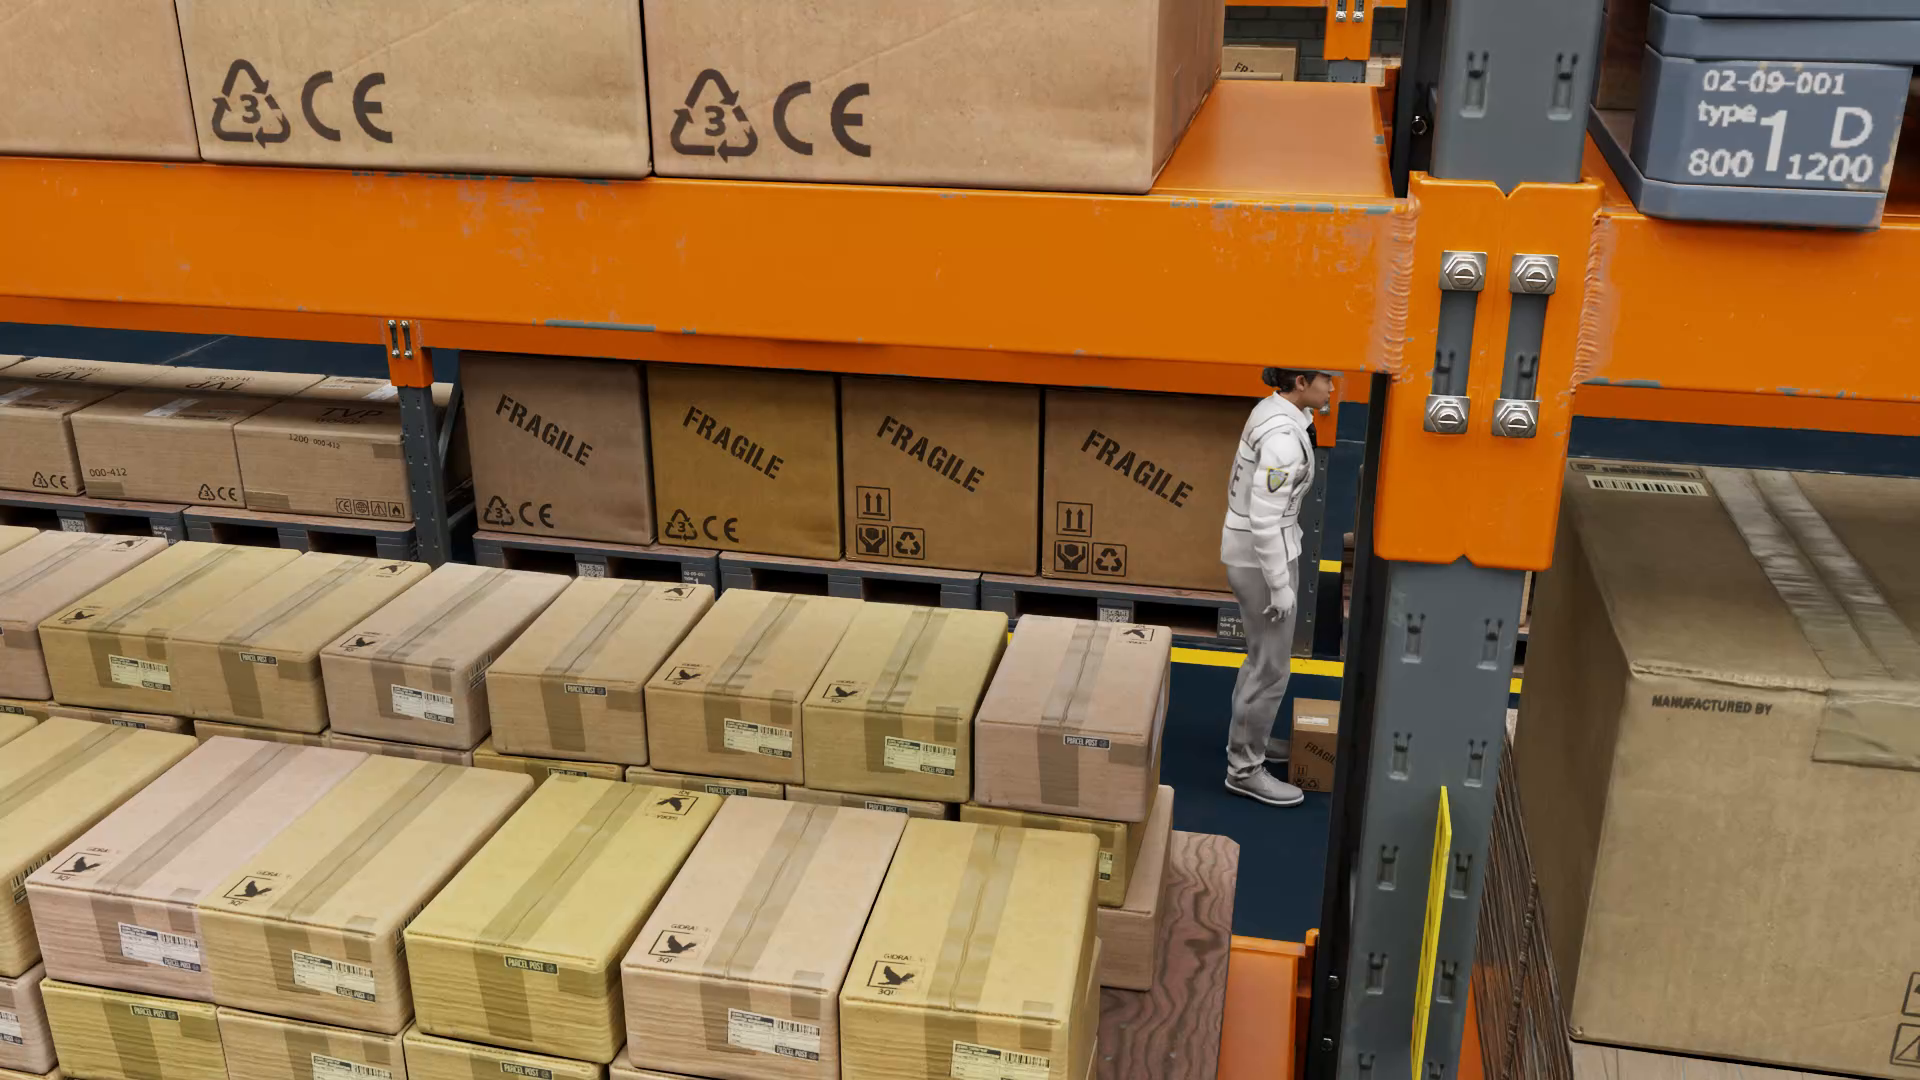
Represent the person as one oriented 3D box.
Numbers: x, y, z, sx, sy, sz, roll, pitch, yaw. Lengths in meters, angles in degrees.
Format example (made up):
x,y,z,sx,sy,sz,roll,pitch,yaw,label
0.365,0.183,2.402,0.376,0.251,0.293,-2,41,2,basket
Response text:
x,y,z,sx,sy,sz,roll,pitch,yaw,label
1.103,0.084,5.869,0.371,1.664,0.529,5,22,11,person
